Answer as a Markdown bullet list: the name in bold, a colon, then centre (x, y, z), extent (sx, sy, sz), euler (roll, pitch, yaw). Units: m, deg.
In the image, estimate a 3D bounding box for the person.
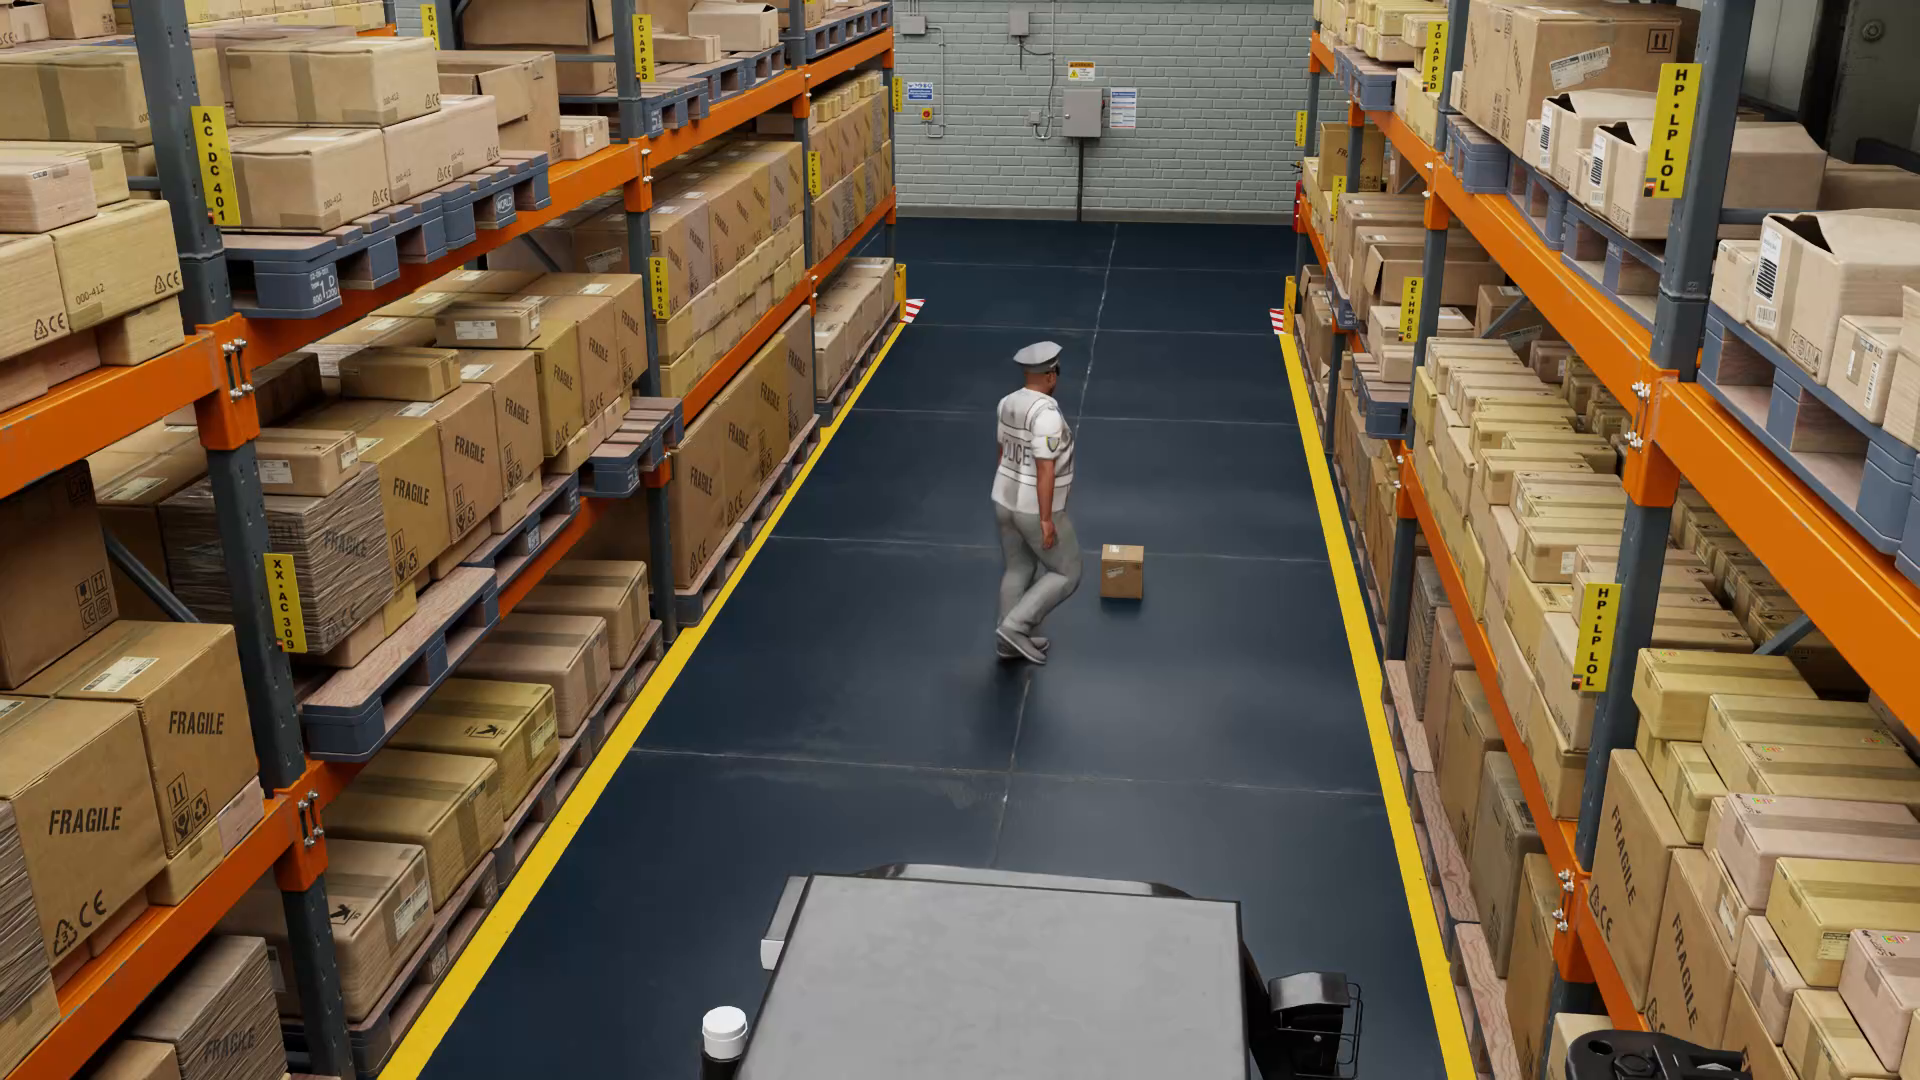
- **person**: centre (0.354, -0.174, 8.974), extent (0.526, 1.755, 0.593), euler (-12, 24, -29)
